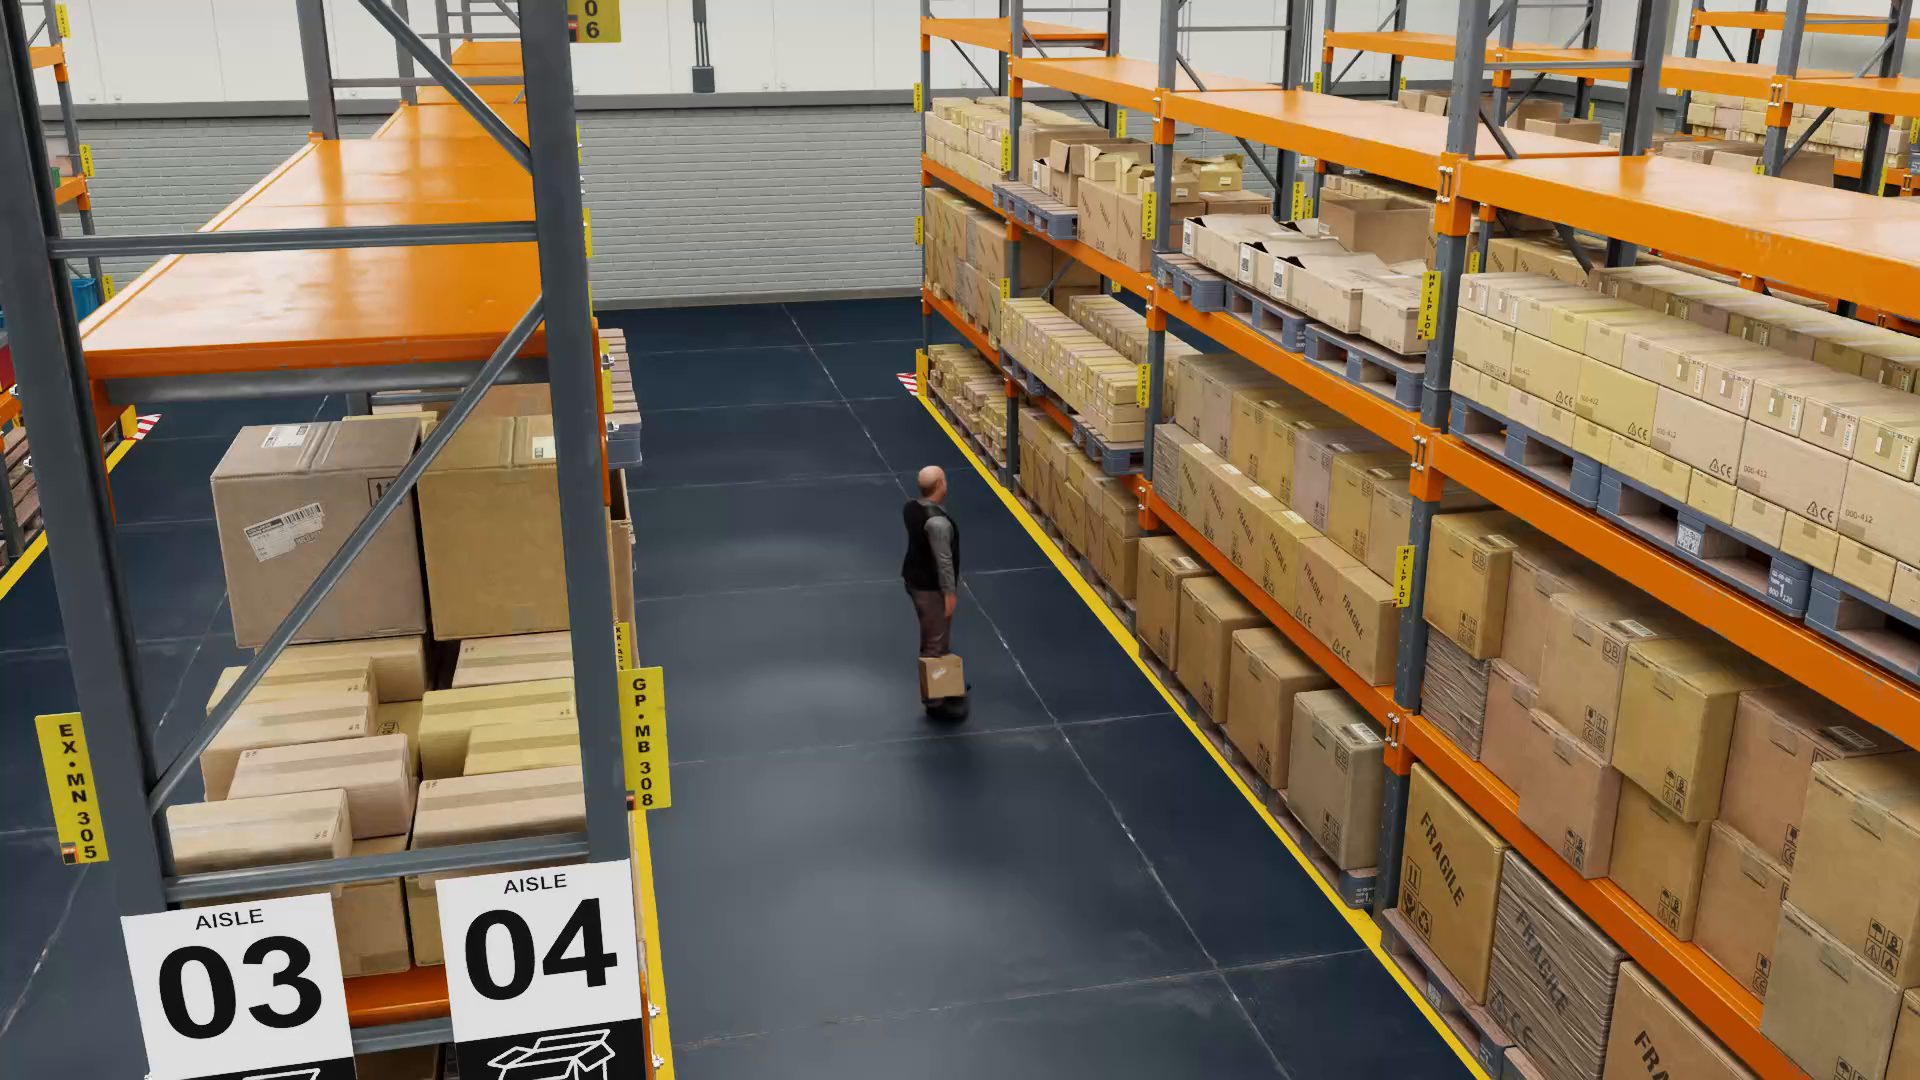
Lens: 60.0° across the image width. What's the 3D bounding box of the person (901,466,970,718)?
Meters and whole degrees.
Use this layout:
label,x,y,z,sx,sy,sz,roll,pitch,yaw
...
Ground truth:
label,x,y,z,sx,sy,sz,roll,pitch,yaw
person,-0.130,0.330,11.416,0.483,1.734,0.565,-7,21,-19
